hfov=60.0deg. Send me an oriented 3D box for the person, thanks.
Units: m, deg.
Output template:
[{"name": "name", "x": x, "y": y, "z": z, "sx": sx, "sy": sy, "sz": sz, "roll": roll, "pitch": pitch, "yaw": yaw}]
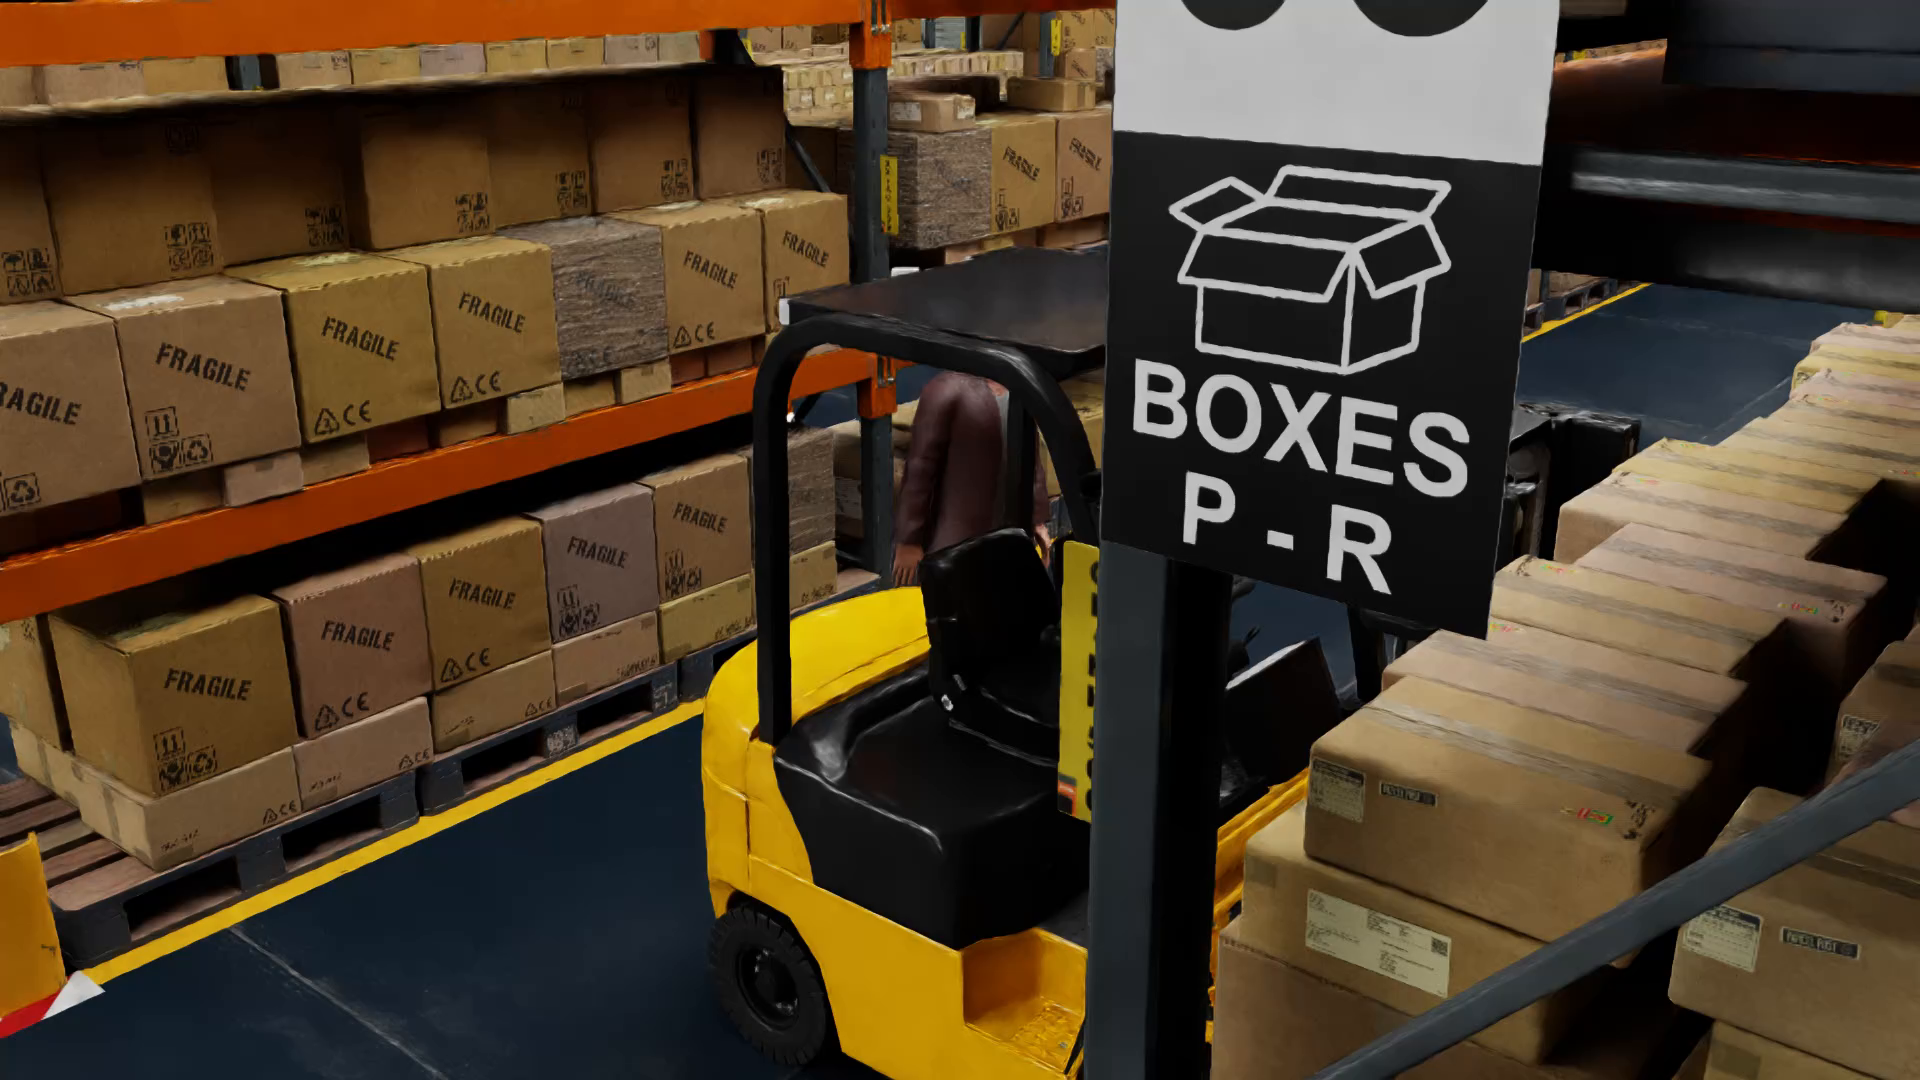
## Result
[{"name": "person", "x": 0.081, "y": 0.023, "z": 6.074, "sx": 0.691, "sy": 1.781, "sz": 0.654, "roll": -13, "pitch": 24, "yaw": -33}]
